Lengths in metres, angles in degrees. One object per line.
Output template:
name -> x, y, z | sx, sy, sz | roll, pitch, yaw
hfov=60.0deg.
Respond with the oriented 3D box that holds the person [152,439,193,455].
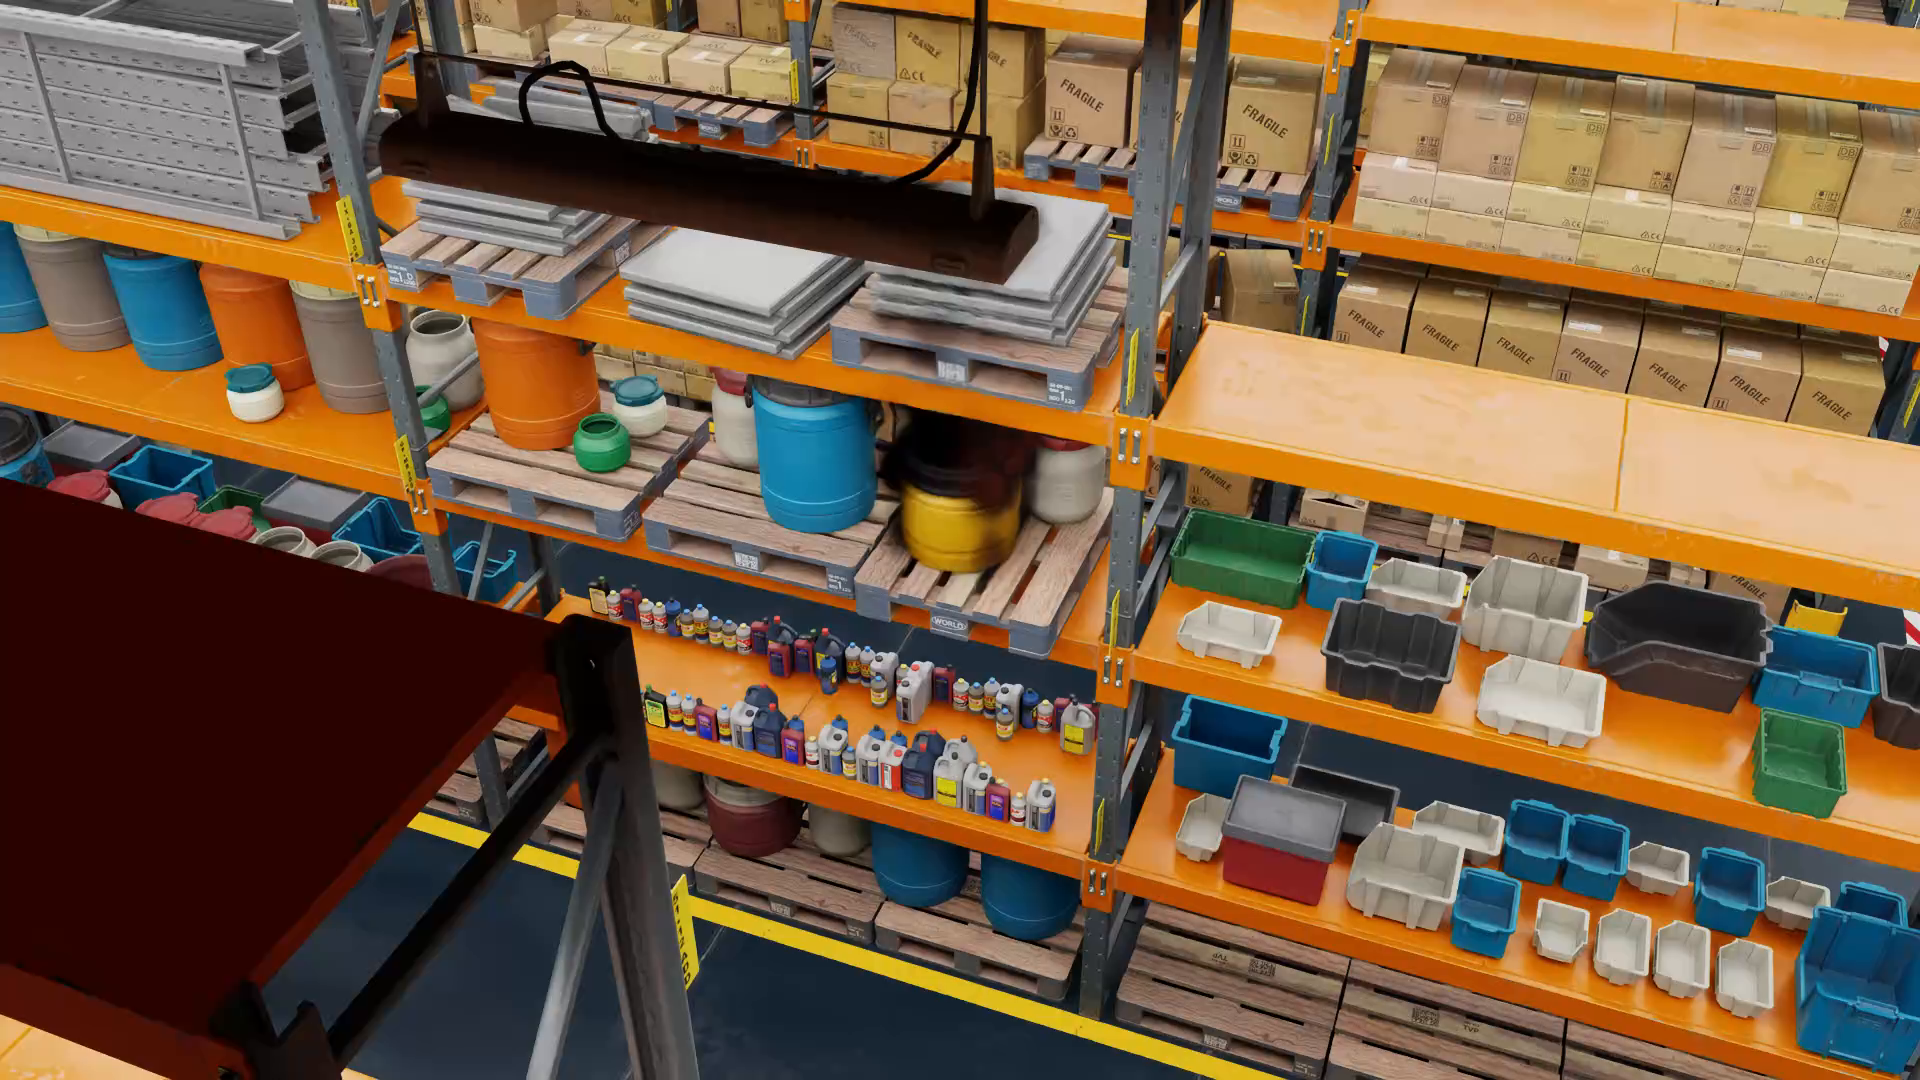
person -> -6.071, -0.723, 12.971 | 0.780, 1.729, 0.550 | 12, 38, 15
